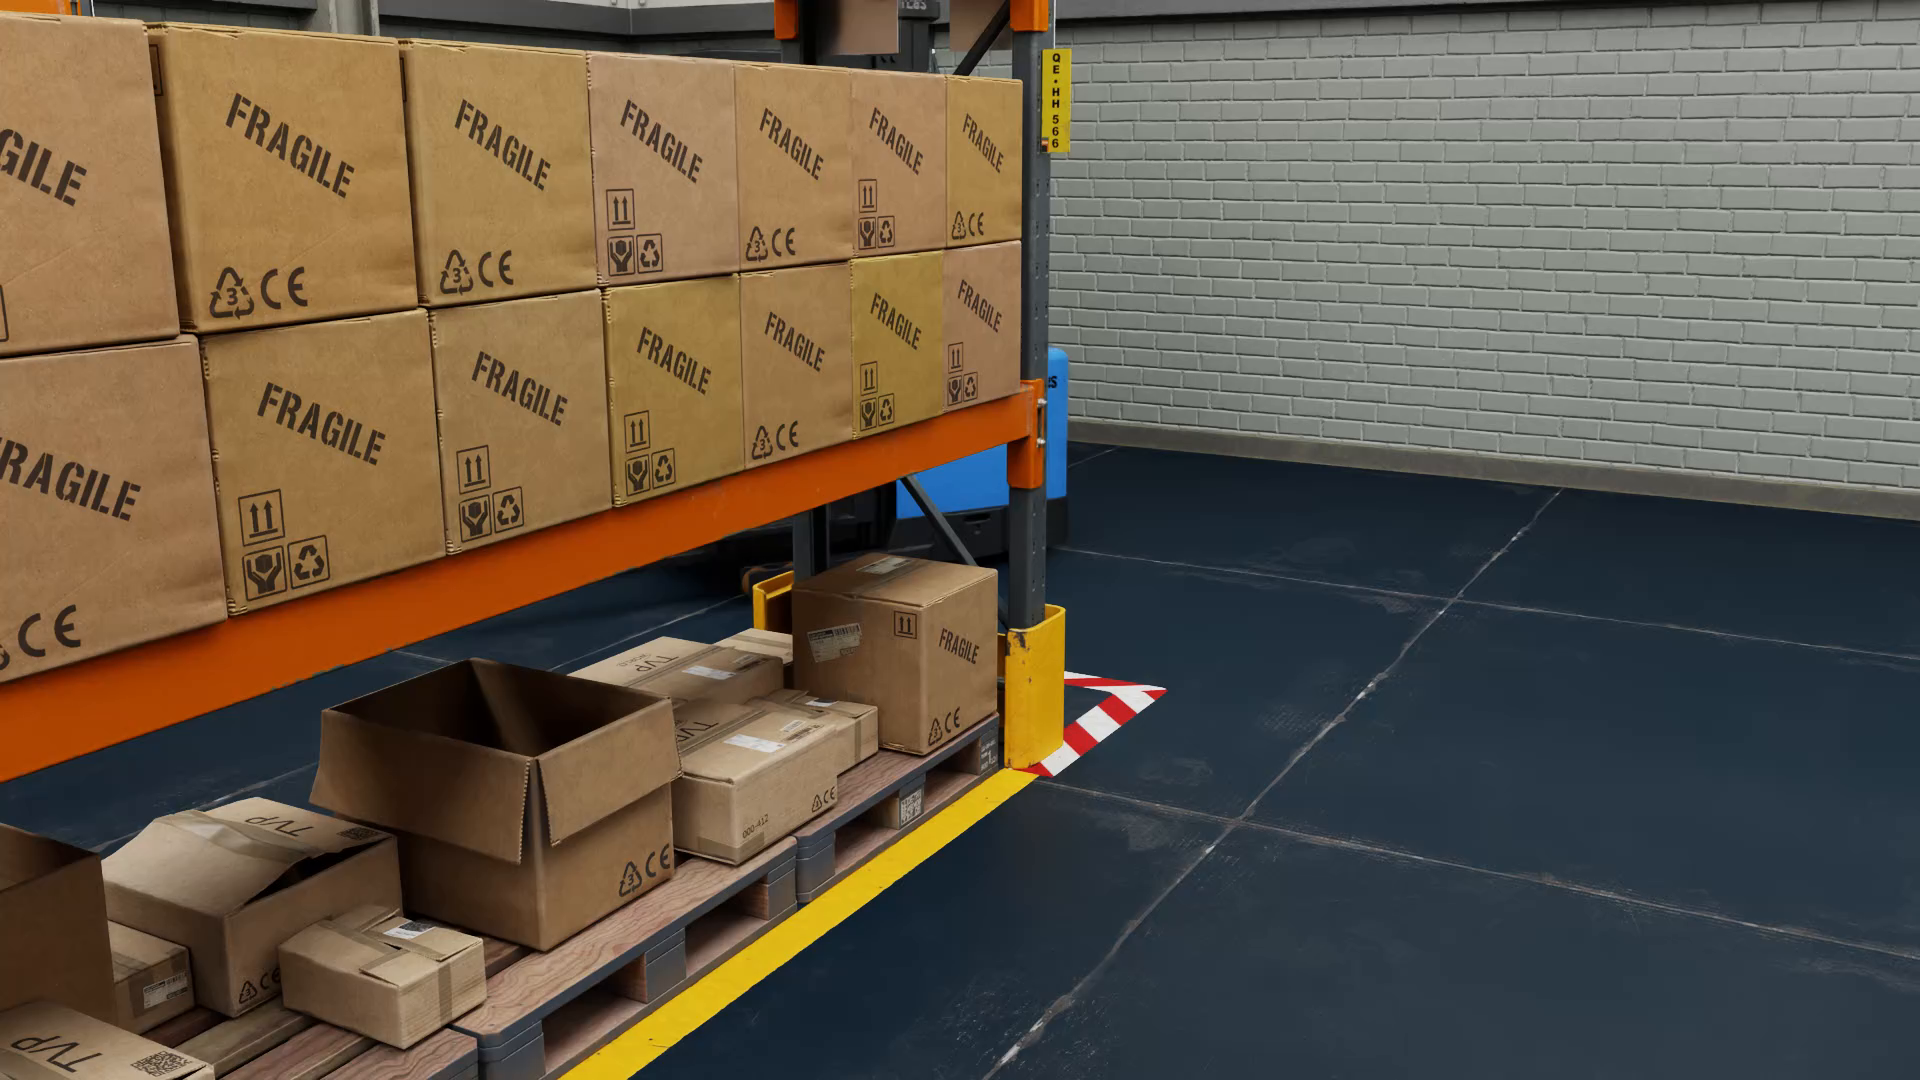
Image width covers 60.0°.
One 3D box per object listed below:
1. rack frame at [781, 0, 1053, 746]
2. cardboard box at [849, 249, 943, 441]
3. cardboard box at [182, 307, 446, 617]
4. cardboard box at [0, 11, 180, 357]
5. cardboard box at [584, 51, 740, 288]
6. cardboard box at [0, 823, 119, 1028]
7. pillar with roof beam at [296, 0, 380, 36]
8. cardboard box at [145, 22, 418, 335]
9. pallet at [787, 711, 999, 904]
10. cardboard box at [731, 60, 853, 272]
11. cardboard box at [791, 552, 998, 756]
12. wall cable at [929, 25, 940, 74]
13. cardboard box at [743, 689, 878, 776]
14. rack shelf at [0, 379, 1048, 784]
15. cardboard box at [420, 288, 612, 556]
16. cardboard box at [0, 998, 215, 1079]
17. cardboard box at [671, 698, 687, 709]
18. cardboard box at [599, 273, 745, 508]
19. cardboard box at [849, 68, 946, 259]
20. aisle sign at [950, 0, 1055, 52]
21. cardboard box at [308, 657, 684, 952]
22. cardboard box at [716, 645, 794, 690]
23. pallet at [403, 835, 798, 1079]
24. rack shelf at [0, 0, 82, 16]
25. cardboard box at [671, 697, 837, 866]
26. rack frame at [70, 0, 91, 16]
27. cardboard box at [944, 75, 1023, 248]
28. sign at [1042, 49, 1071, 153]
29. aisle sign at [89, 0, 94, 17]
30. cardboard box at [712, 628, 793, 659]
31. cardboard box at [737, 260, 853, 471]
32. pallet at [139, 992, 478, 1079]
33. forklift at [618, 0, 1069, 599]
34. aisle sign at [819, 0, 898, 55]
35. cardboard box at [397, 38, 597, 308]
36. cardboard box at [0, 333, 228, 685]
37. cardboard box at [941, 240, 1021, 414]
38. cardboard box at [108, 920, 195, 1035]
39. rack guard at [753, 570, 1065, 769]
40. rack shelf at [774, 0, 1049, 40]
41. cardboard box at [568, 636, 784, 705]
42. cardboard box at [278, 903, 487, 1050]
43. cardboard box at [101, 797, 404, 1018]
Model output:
[{"bbox_3d":[-0.163,-0.778,5.860,1.000,3.000,0.127,7,15,28],"label":"rack frame"},{"bbox_3d":[-0.389,-0.597,4.896,0.500,0.500,0.500,8,15,29],"label":"cardboard box"},{"bbox_3d":[-1.367,-0.185,3.187,0.500,0.500,0.500,8,16,29],"label":"cardboard box"},{"bbox_3d":[-1.622,-0.557,2.596,0.500,0.500,0.500,8,16,29],"label":"cardboard box"},{"bbox_3d":[-0.876,-0.874,3.912,0.500,0.500,0.500,8,16,30],"label":"cardboard box"},{"bbox_3d":[-2.069,0.895,3.316,0.500,0.500,0.500,7,15,28],"label":"cardboard box"},{"bbox_3d":[-0.184,-4.419,8.163,9.100,9.000,0.400,7,15,28],"label":"pillar with roof beam"},{"bbox_3d":[-1.373,-0.663,3.035,0.500,0.500,0.500,7,15,26],"label":"cardboard box"},{"bbox_3d":[-0.584,0.757,5.443,1.003,0.211,1.213,7,15,28],"label":"pallet"},{"bbox_3d":[-0.627,-0.979,4.350,0.500,0.500,0.500,8,16,30],"label":"cardboard box"},{"bbox_3d":[-0.210,0.363,5.523,0.500,0.500,0.500,7,15,28],"label":"cardboard box"},{"bbox_3d":[-1.454,-3.865,12.491,3.097,2.526,0.112,7,15,28],"label":"wall cable"},{"bbox_3d":[-0.485,0.598,5.260,0.380,0.166,0.250,7,15,28],"label":"cardboard box"},{"bbox_3d":[-1.130,-0.018,4.242,1.077,0.370,4.000,7,15,28],"label":"rack shelf"},{"bbox_3d":[-1.123,-0.287,3.612,0.500,0.500,0.500,7,15,28],"label":"cardboard box"},{"bbox_3d":[-1.704,1.074,2.975,0.500,0.311,0.500,7,15,28],"label":"cardboard box"},{"bbox_3d":[-1.157,0.629,4.950,0.500,0.250,0.500,7,15,28],"label":"cardboard box"},{"bbox_3d":[-0.879,-0.392,4.045,0.500,0.500,0.500,7,15,27],"label":"cardboard box"},{"bbox_3d":[-0.381,-1.086,4.793,0.500,0.500,0.500,8,16,30],"label":"cardboard box"},{"bbox_3d":[0.138,-2.021,5.470,0.394,0.787,0.004,7,15,28],"label":"aisle sign"},{"bbox_3d":[-1.193,0.656,4.298,0.797,0.503,0.637,7,15,28],"label":"cardboard box"},{"bbox_3d":[-0.787,0.484,5.733,0.380,0.166,0.250,7,15,28],"label":"cardboard box"},{"bbox_3d":[-1.175,1.006,4.409,1.003,0.211,1.213,7,15,28],"label":"pallet"},{"bbox_3d":[-5.468,-2.037,6.216,1.077,0.370,4.000,7,15,28],"label":"rack shelf"},{"bbox_3d":[-0.696,0.676,4.758,0.500,0.250,0.500,7,15,28],"label":"cardboard box"},{"bbox_3d":[-4.501,-1.338,8.185,1.000,3.000,0.127,7,15,28],"label":"rack frame"},{"bbox_3d":[-0.137,-1.190,5.223,0.500,0.500,0.500,7,15,28],"label":"cardboard box"},{"bbox_3d":[0.313,-1.427,5.410,0.100,0.325,0.005,7,15,28],"label":"sign"},{"bbox_3d":[-4.204,-2.583,7.801,0.394,0.787,0.004,7,15,28],"label":"aisle sign"},{"bbox_3d":[-0.666,0.441,5.948,0.380,0.149,0.250,7,15,28],"label":"cardboard box"},{"bbox_3d":[-0.635,-0.495,4.474,0.500,0.500,0.500,8,15,28],"label":"cardboard box"},{"bbox_3d":[-1.764,1.258,3.367,1.003,0.211,1.213,7,15,28],"label":"pallet"},{"bbox_3d":[-0.958,-1.273,8.060,3.031,2.935,1.130,-8,16,-30],"label":"forklift"},{"bbox_3d":[-0.387,-2.089,5.752,0.394,0.787,0.004,7,15,28],"label":"aisle sign"},{"bbox_3d":[-1.124,-0.768,3.473,0.500,0.500,0.500,7,15,26],"label":"cardboard box"},{"bbox_3d":[-1.612,-0.080,2.750,0.500,0.500,0.500,8,16,30],"label":"cardboard box"},{"bbox_3d":[-0.141,-0.704,5.339,0.500,0.500,0.500,8,16,30],"label":"cardboard box"},{"bbox_3d":[-1.941,0.982,3.704,0.380,0.149,0.250,7,15,28],"label":"cardboard box"},{"bbox_3d":[-0.200,0.453,6.088,1.175,0.500,0.348,7,15,28],"label":"rack guard"},{"bbox_3d":[-1.130,-1.476,3.891,1.077,0.370,4.000,7,15,28],"label":"rack shelf"},{"bbox_3d":[-0.916,0.527,5.376,0.500,0.250,0.500,7,15,28],"label":"cardboard box"},{"bbox_3d":[-1.295,0.966,3.733,0.380,0.166,0.250,7,15,28],"label":"cardboard box"},{"bbox_3d":[-1.707,0.833,3.976,0.500,0.311,0.500,7,15,28],"label":"cardboard box"}]
